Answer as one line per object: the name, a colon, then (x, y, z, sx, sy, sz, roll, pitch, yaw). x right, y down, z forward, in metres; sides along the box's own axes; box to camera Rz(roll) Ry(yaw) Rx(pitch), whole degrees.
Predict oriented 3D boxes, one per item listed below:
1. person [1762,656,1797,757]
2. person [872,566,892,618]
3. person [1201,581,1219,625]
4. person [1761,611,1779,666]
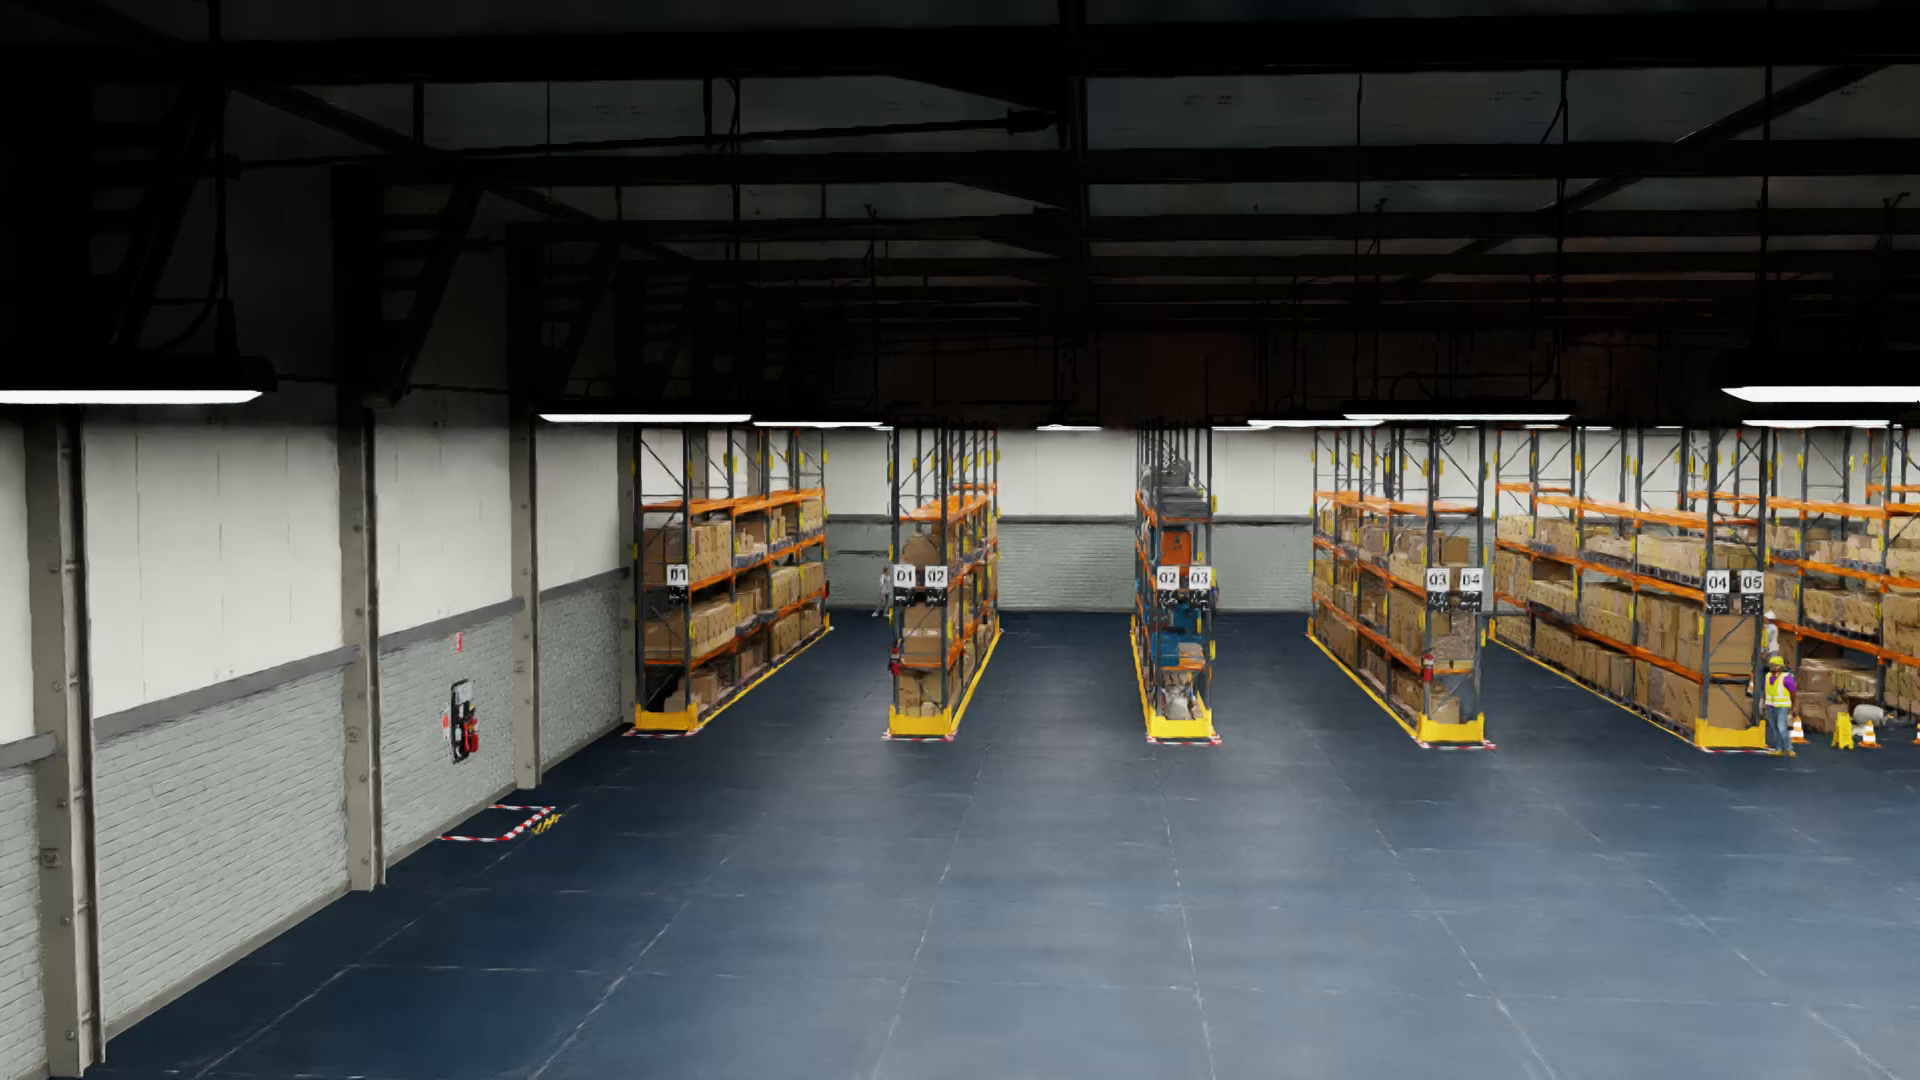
person: (14.416, 2.923, 29.246, 0.398, 1.757, 0.652, -2, 4, -28)
person: (-2.401, 1.598, 51.118, 0.596, 1.591, 0.447, -4, 5, -44)
person: (7.373, 1.715, 49.263, 0.592, 1.604, 0.518, 0, 4, 2)
person: (17.718, 2.442, 36.485, 0.575, 1.768, 0.634, 2, 4, 31)
